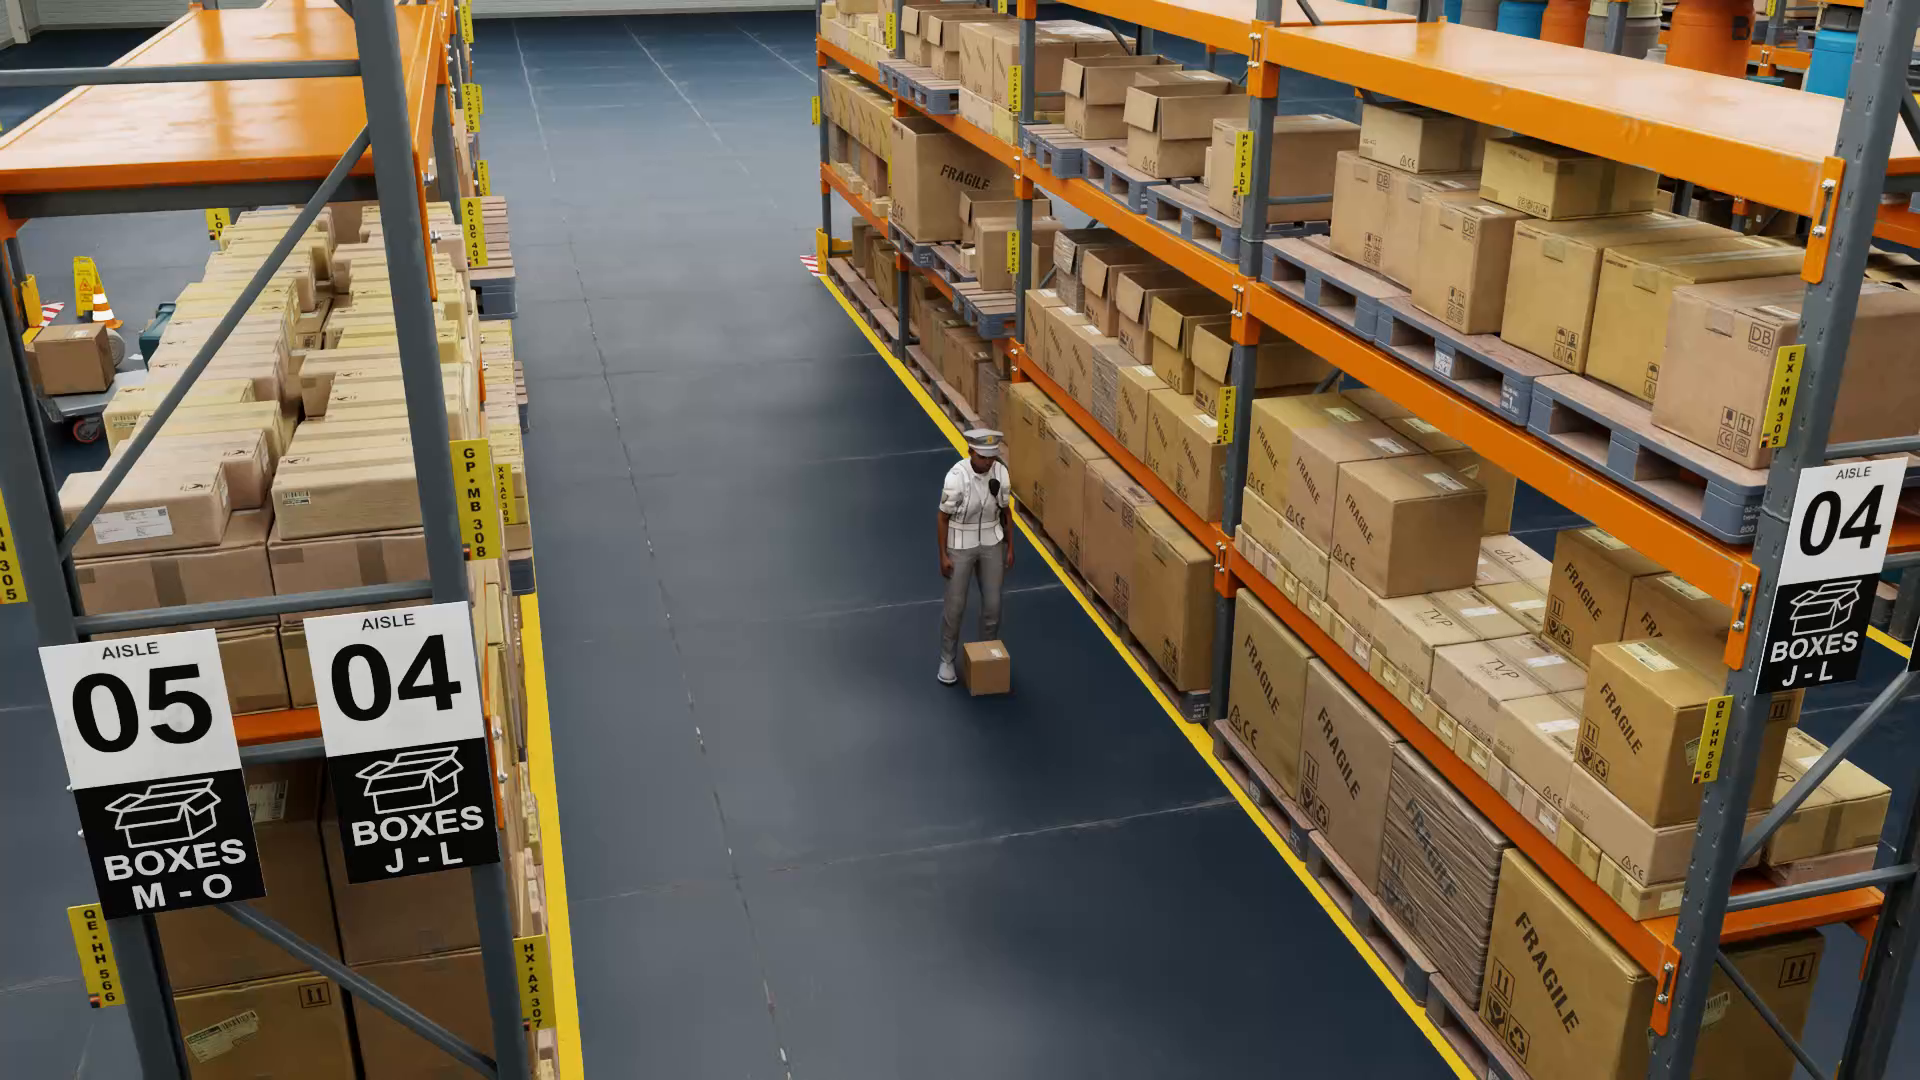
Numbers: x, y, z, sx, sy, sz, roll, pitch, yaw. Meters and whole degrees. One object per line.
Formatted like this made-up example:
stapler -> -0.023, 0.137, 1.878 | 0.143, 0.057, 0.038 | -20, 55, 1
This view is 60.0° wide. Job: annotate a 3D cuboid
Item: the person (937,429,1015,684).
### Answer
person -> 0.088, 0.073, 10.465 | 0.532, 1.664, 0.391 | -7, 24, -17
